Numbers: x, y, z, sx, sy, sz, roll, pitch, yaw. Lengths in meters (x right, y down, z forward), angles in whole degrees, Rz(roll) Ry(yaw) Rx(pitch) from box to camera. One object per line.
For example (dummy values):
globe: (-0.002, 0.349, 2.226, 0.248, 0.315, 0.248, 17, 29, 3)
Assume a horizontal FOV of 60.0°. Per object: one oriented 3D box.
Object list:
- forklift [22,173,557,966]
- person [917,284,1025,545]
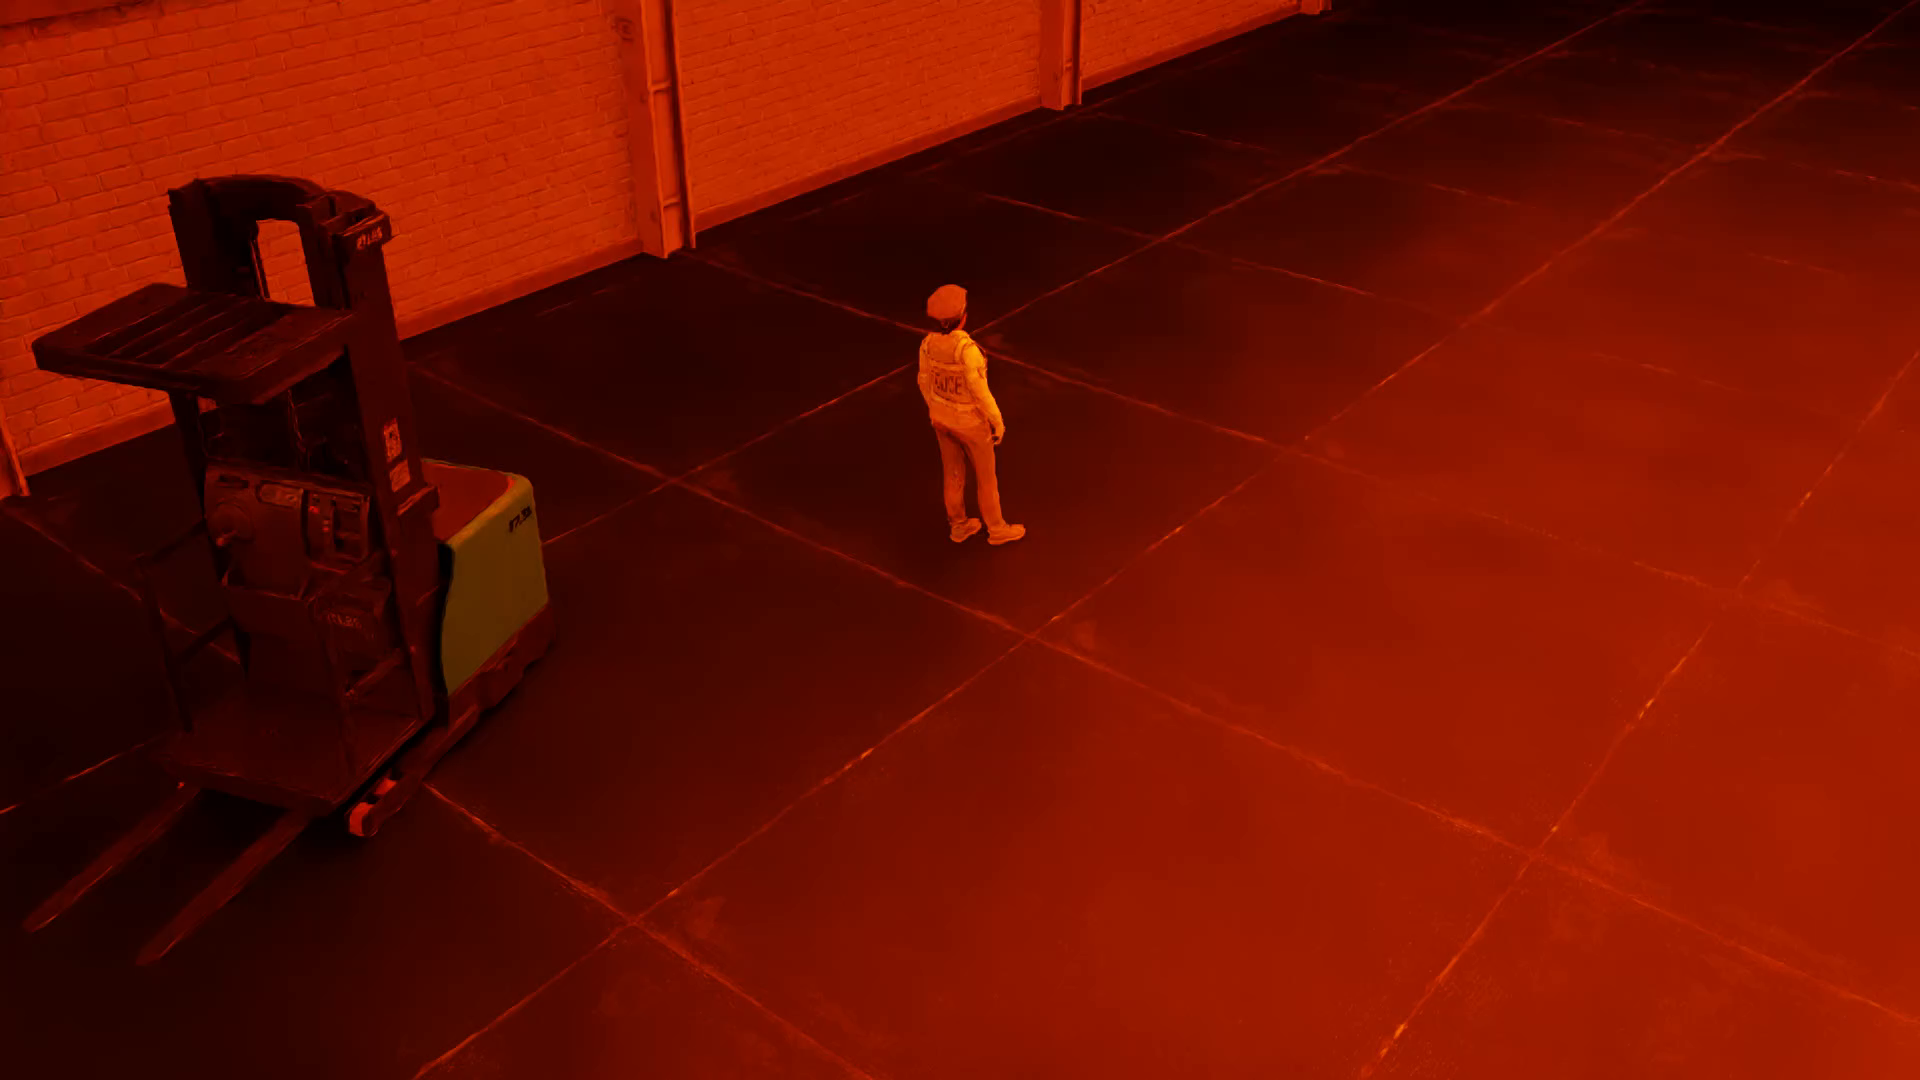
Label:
forklift: (-3.249, -0.061, 7.698, 1.130, 2.935, 3.031, 10, 32, 16)
person: (0.048, -0.762, 10.110, 0.586, 1.695, 0.532, 22, 37, 33)
